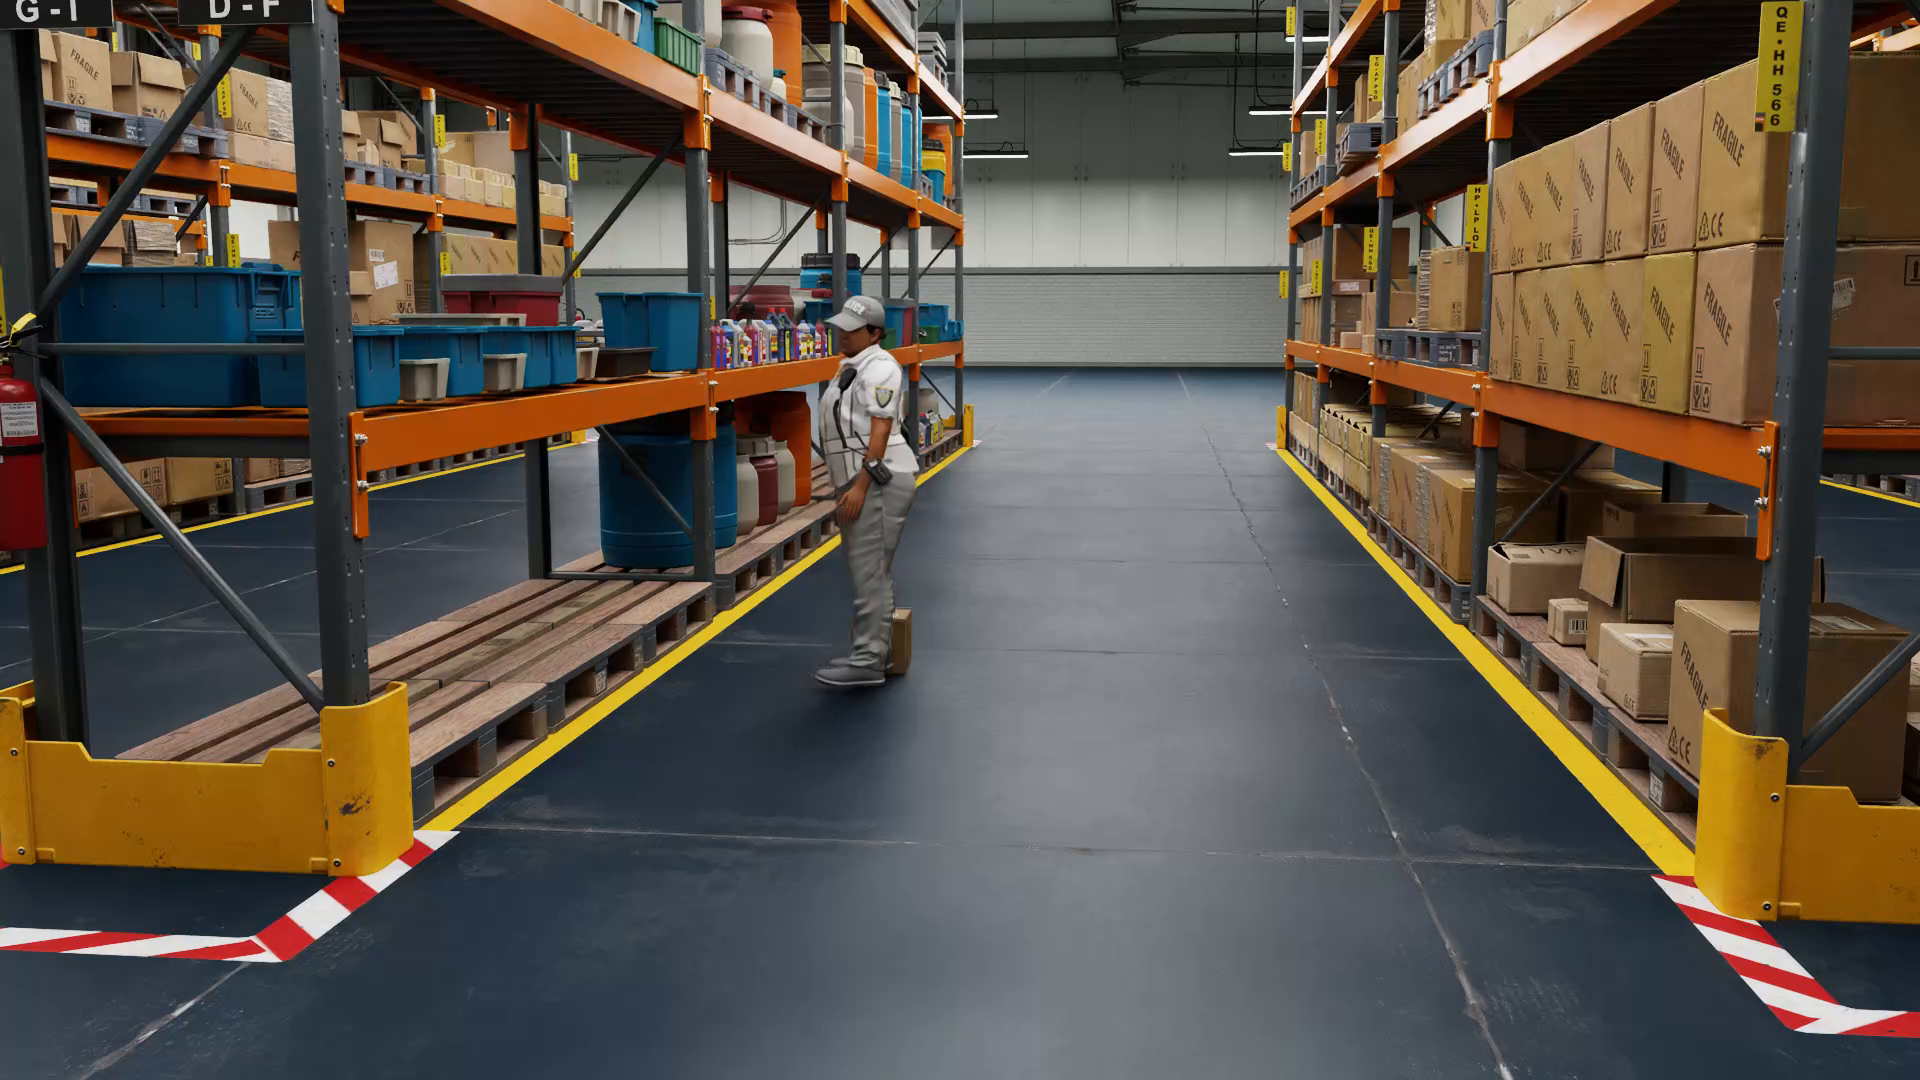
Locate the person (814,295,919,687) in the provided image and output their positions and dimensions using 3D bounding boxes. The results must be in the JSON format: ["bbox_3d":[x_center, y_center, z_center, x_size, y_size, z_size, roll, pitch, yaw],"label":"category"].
[{"bbox_3d":[-0.438,-0.210,7.174,0.468,1.673,0.546,-3,8,-19],"label":"person"}]
